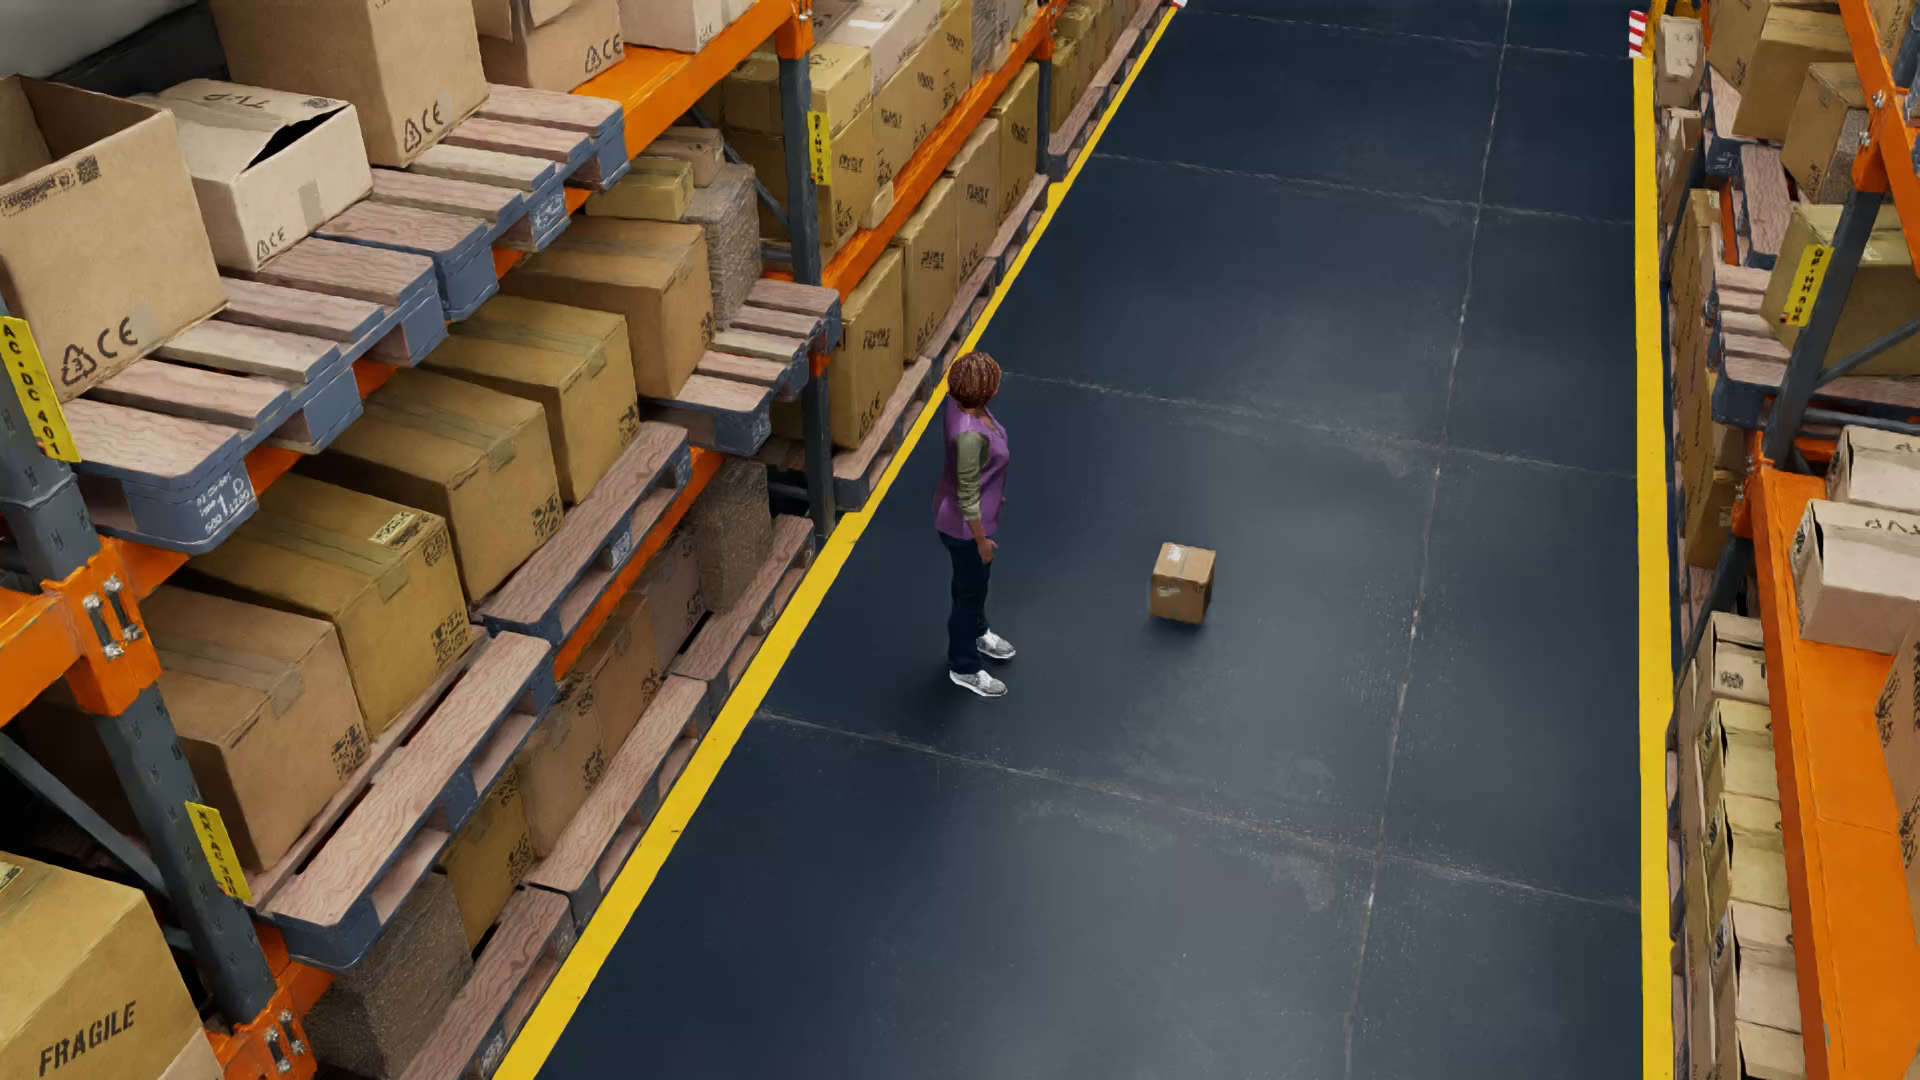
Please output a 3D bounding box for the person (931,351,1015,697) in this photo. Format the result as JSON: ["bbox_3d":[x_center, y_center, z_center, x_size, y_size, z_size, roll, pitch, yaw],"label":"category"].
[{"bbox_3d":[0.065,-0.073,6.985,0.368,1.629,0.451,-1,38,-2],"label":"person"}]
